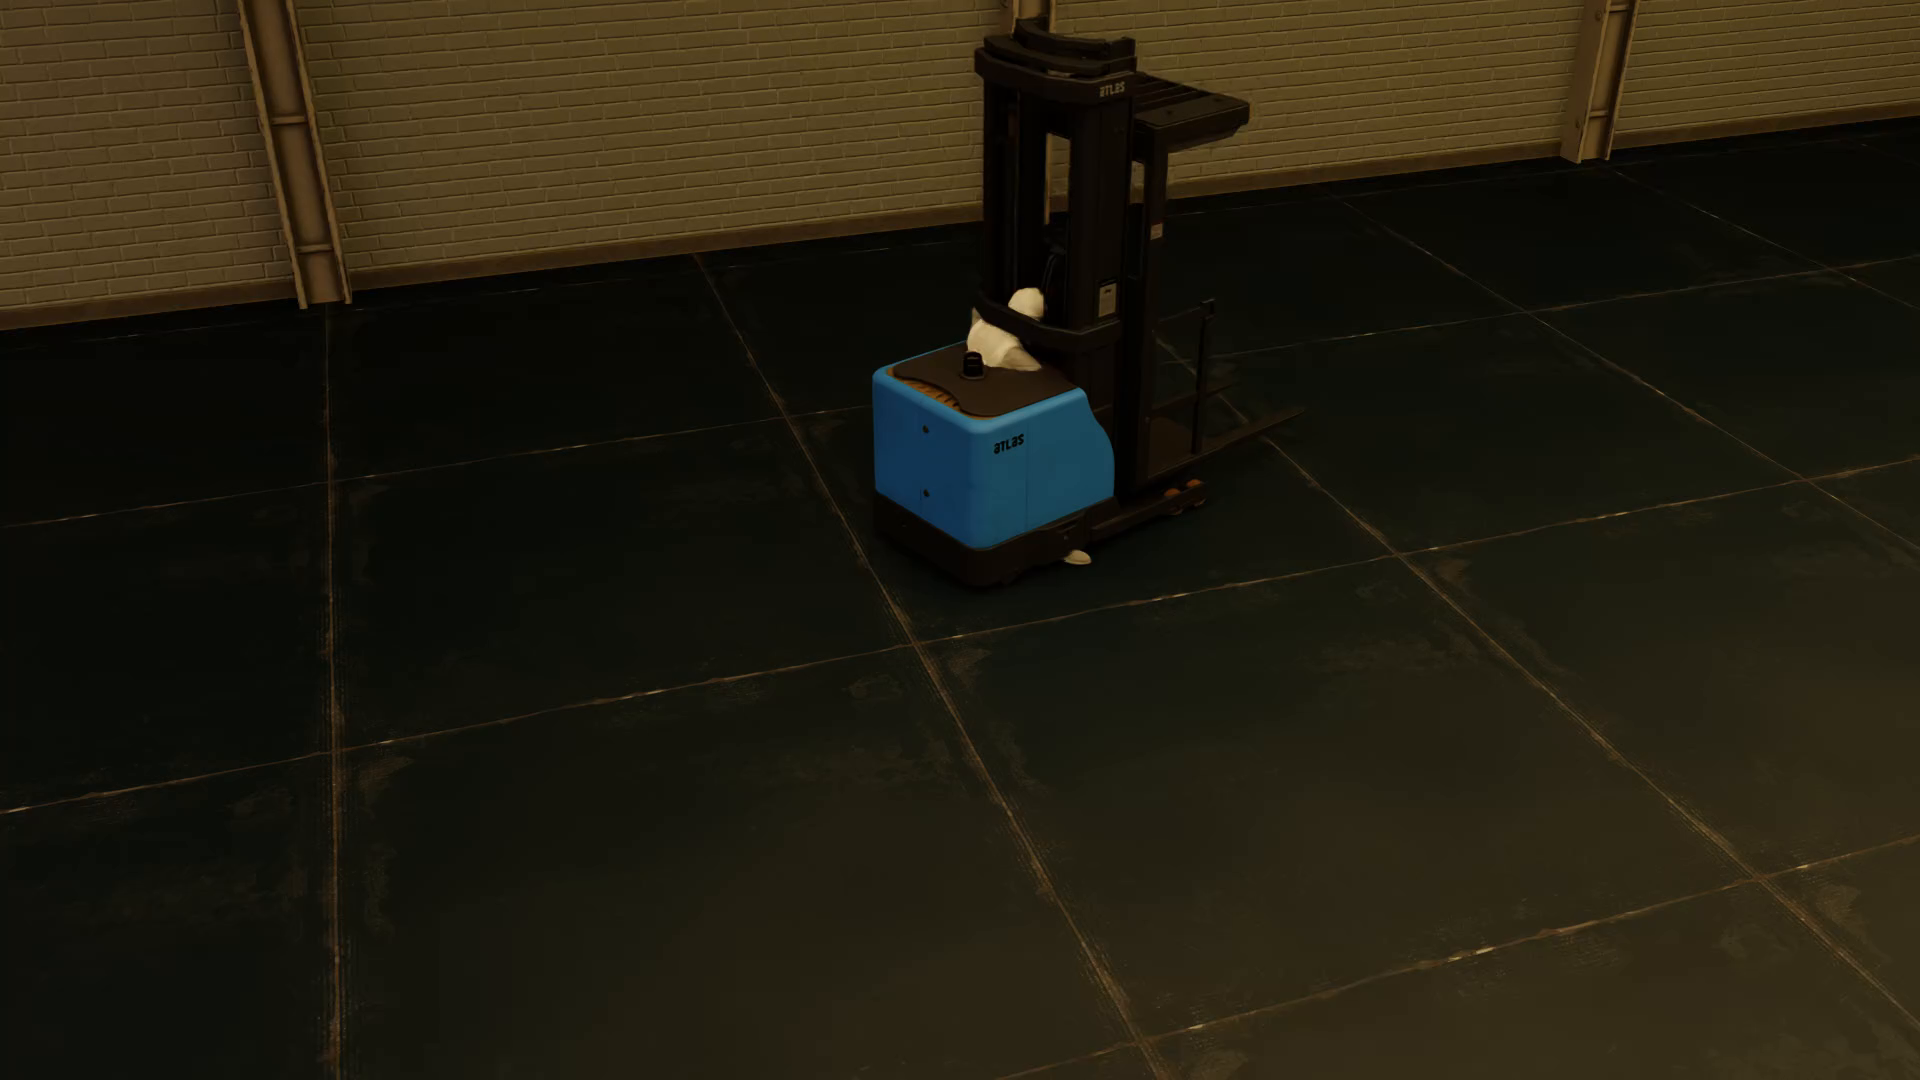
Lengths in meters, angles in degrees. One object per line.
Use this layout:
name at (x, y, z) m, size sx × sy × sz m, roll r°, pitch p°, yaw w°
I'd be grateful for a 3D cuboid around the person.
person at (0.347, -0.815, 9.935) m, size 0.799 × 1.488 × 1.513 m, roll -12°, pitch 32°, yaw -19°

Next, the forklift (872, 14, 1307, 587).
forklift at (0.936, -1.603, 9.872) m, size 3.031 × 2.935 × 1.130 m, roll -22°, pitch 37°, yaw -33°
